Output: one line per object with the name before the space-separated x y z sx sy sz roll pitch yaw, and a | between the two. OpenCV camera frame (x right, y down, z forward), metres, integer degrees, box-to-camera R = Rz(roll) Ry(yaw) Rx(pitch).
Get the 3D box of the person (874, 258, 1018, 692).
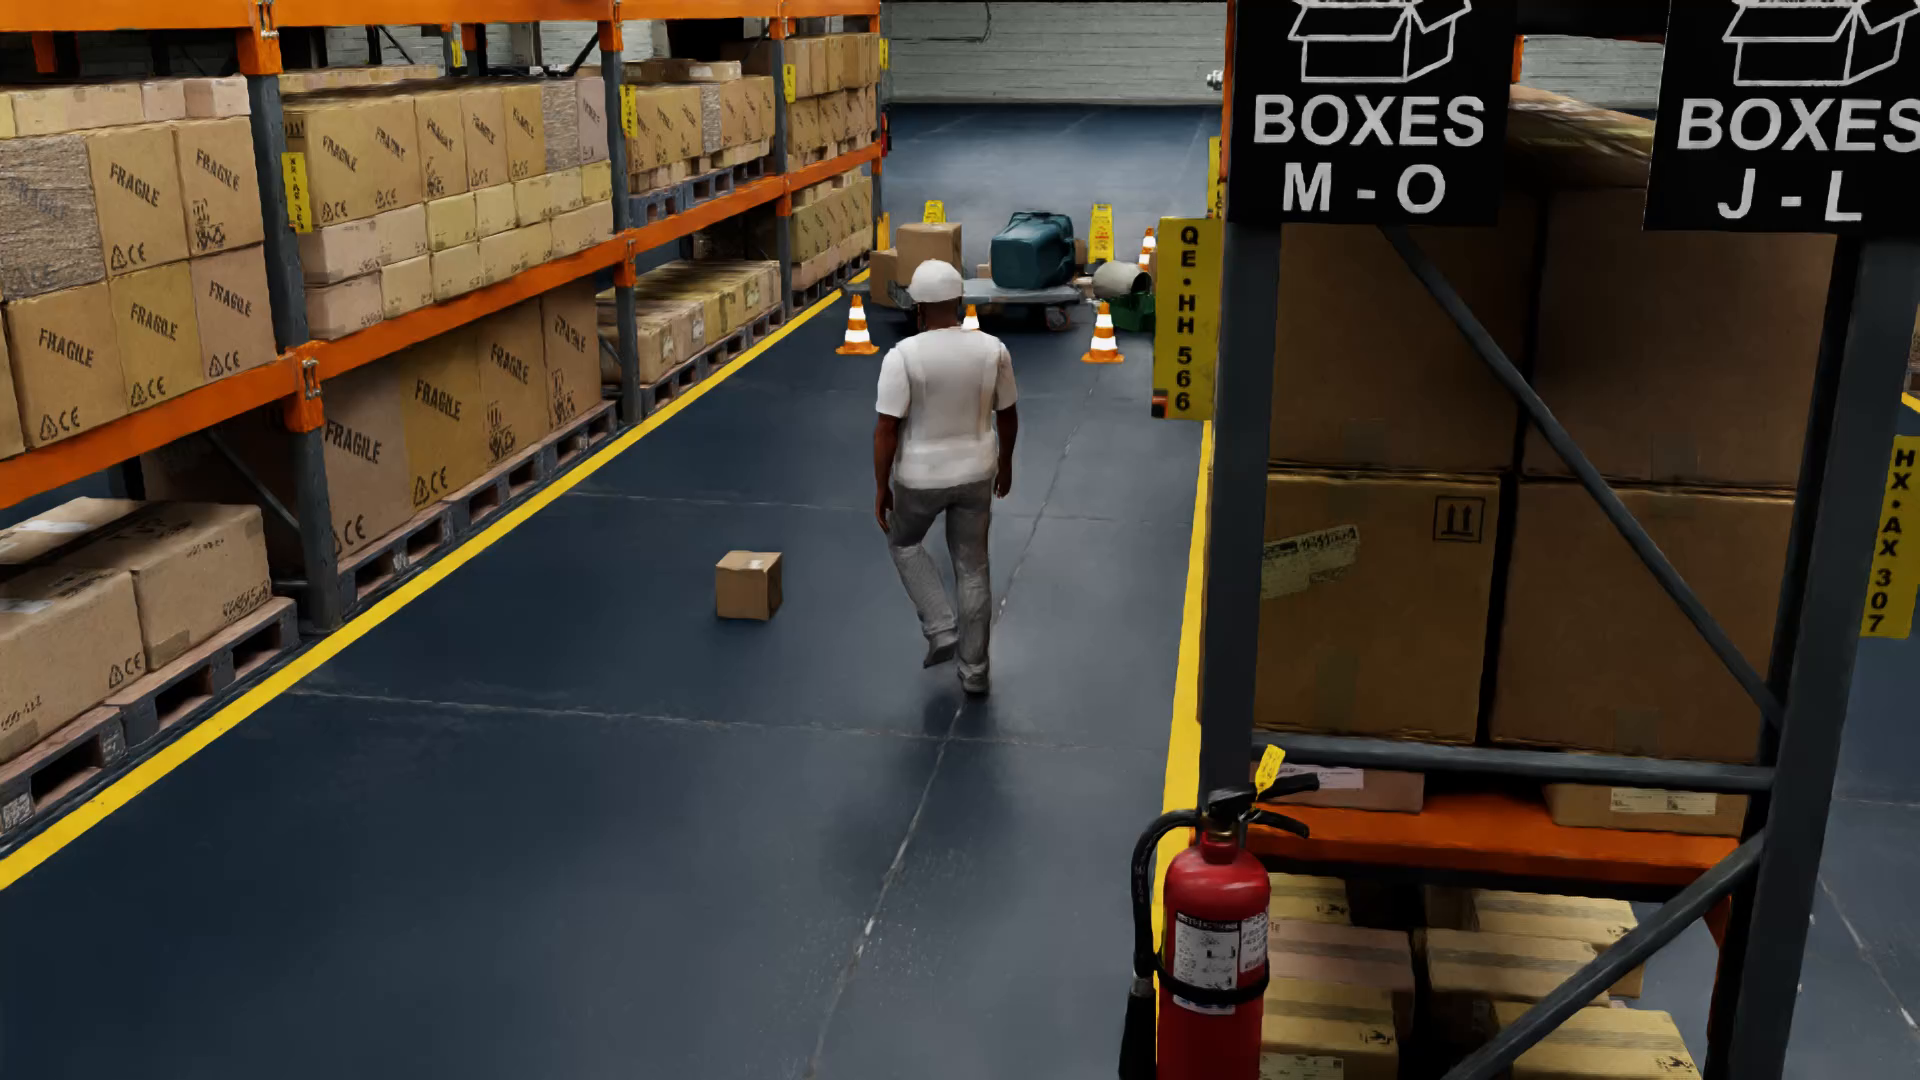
person | -0.069 -0.268 6.758 0.633 1.750 0.514 -5 18 -15
